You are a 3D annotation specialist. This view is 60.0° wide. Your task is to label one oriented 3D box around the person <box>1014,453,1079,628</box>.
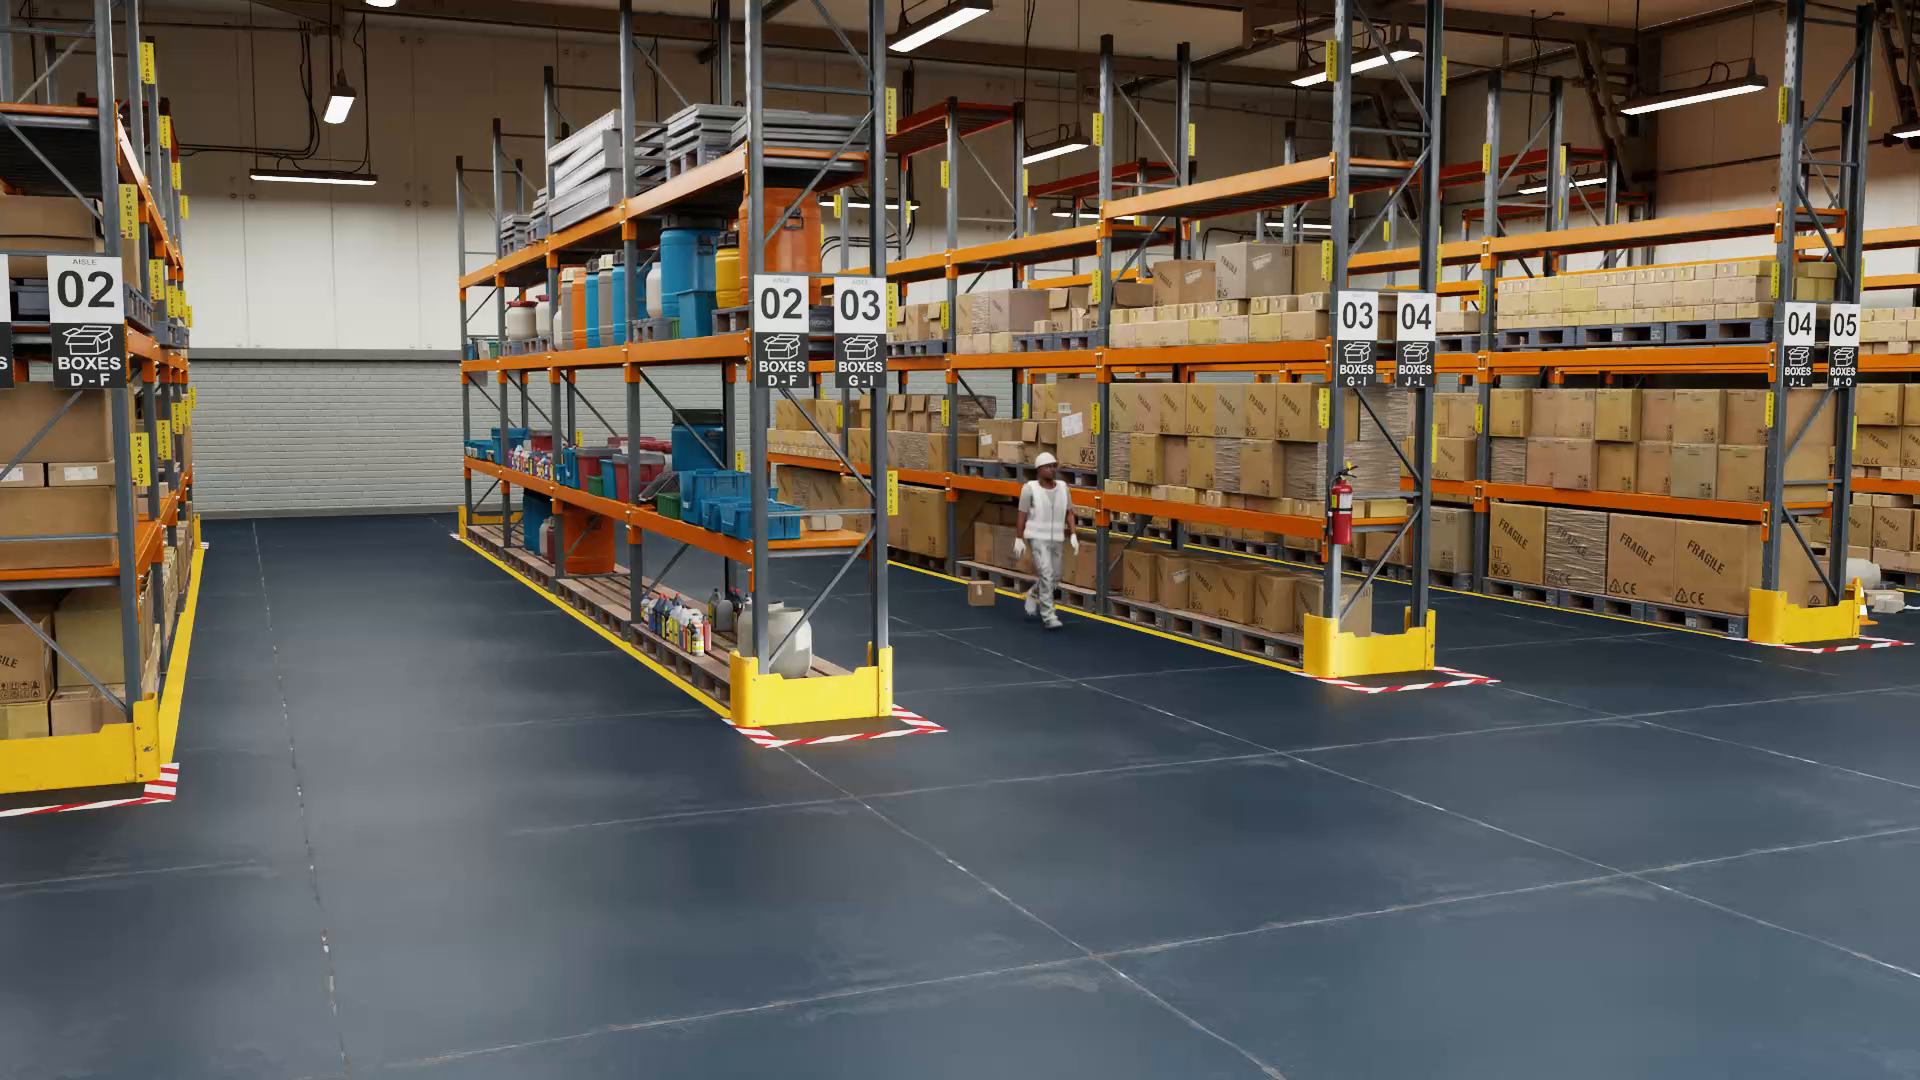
[{"bbox_3d":[0.838,-0.010,16.742,0.602,1.746,0.931,-3,6,-27],"label":"person"}]
